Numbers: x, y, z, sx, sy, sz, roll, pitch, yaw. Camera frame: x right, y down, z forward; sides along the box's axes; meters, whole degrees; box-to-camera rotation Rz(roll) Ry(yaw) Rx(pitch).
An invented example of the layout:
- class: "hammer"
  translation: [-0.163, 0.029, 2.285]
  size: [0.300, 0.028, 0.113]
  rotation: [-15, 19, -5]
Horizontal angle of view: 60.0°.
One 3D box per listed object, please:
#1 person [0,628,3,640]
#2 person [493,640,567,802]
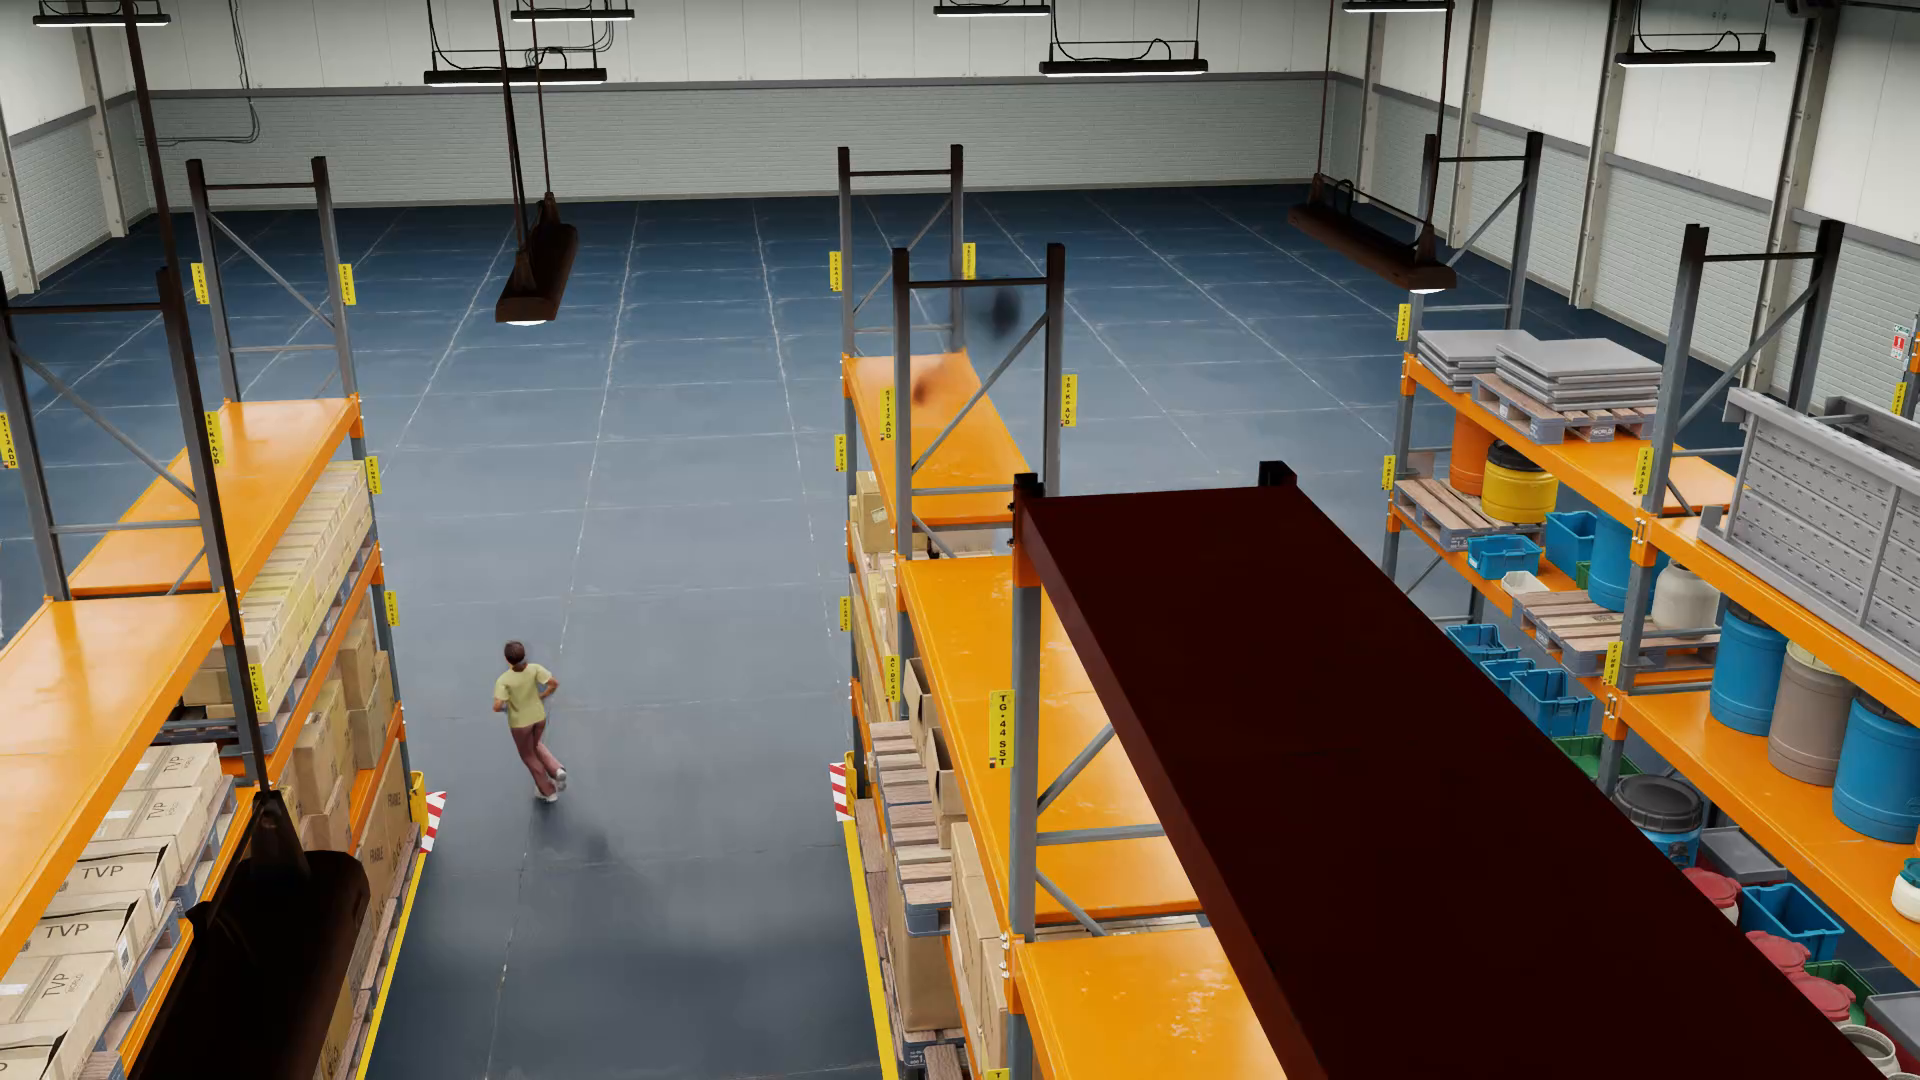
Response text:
- class: "person"
  translation: [-10.886, 0.425, 18.347]
  size: [0.645, 1.714, 0.851]
  rotation: [-19, 28, -39]
- class: "person"
  translation: [-3.973, 1.677, 15.225]
  size: [0.556, 1.642, 0.598]
  rotation: [20, 29, 41]
